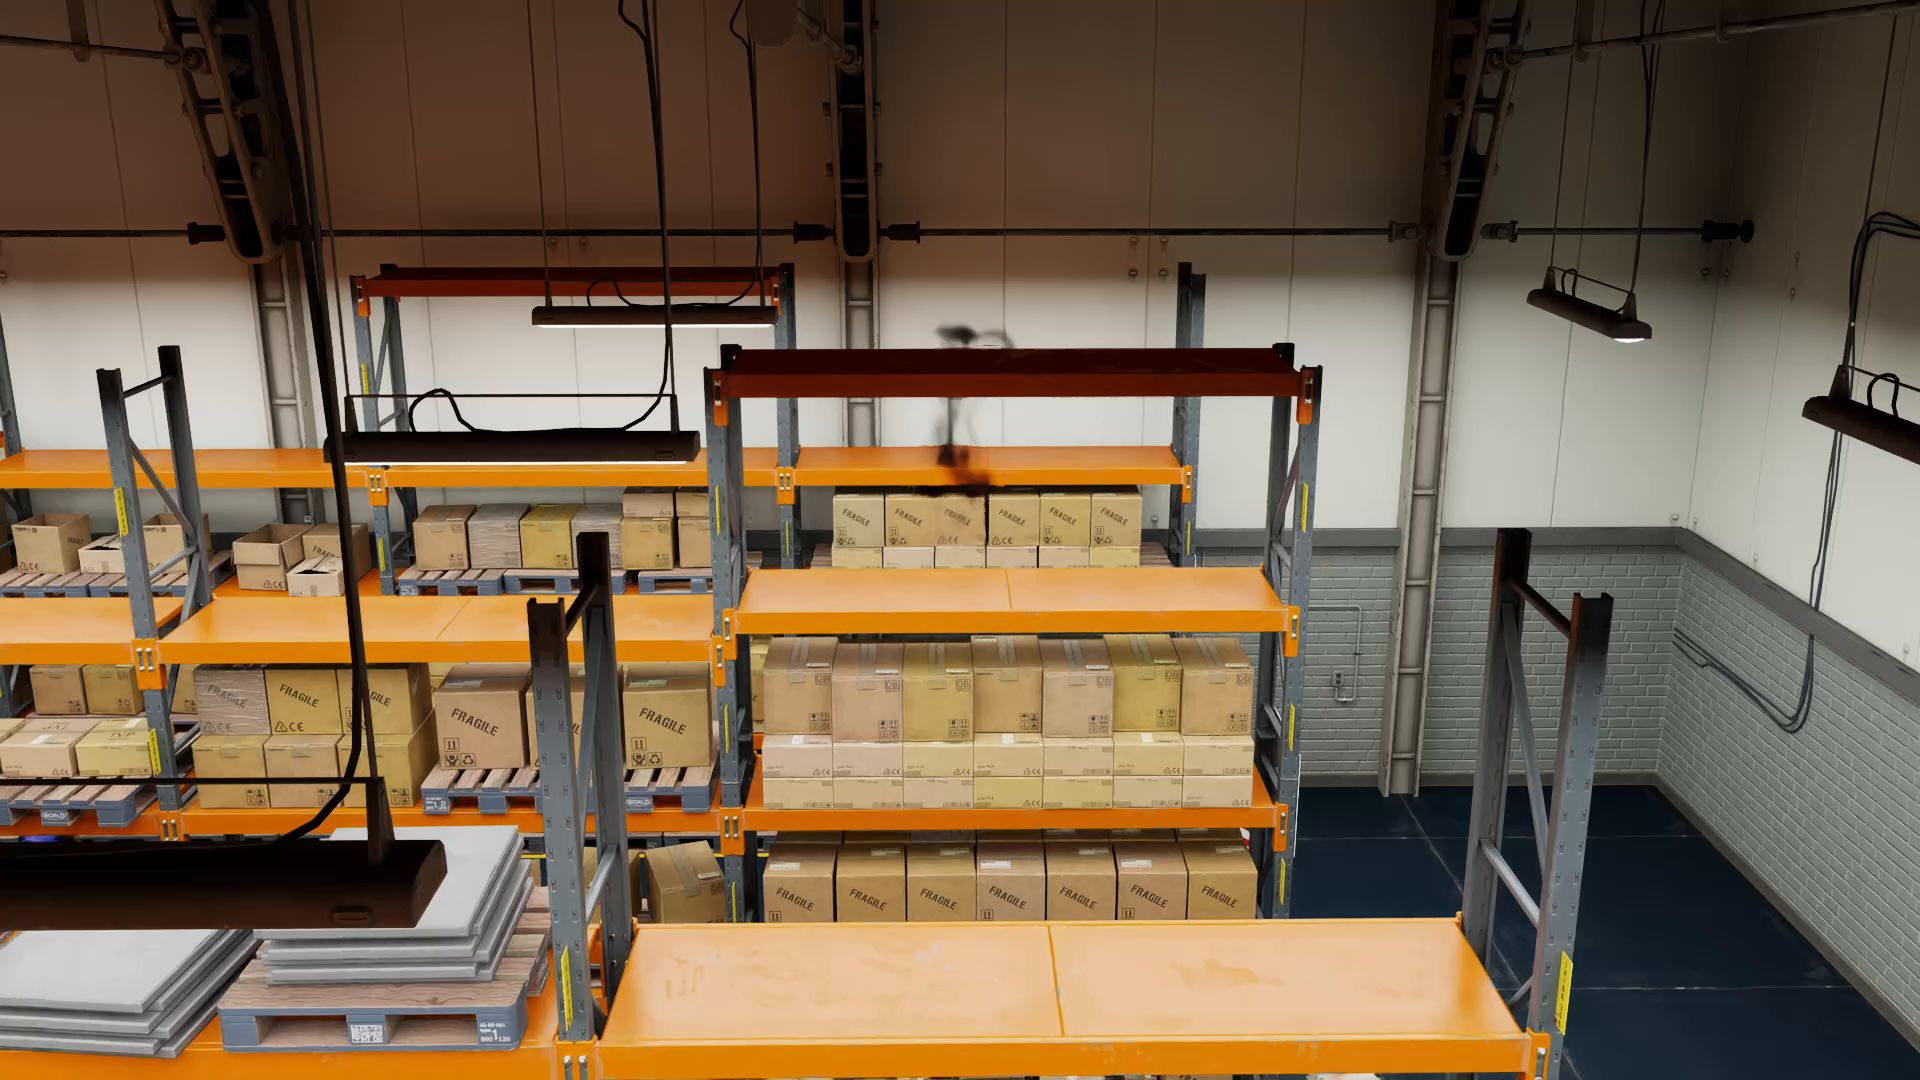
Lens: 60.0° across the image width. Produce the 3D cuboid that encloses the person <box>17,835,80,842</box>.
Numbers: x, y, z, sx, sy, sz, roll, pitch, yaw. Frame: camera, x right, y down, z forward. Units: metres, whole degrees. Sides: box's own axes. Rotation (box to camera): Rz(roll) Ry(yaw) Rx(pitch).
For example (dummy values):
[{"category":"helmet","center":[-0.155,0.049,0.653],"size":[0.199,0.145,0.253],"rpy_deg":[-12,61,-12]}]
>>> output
[{"category":"person","center":[-8.184,3.140,15.027],"size":[0.691,1.585,0.563],"rpy_deg":[-4,17,-12]}]

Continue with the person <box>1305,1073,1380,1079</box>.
[{"category":"person","center":[2.692,4.137,11.446],"size":[0.698,1.673,0.651],"rpy_deg":[-12,20,-35]}]
